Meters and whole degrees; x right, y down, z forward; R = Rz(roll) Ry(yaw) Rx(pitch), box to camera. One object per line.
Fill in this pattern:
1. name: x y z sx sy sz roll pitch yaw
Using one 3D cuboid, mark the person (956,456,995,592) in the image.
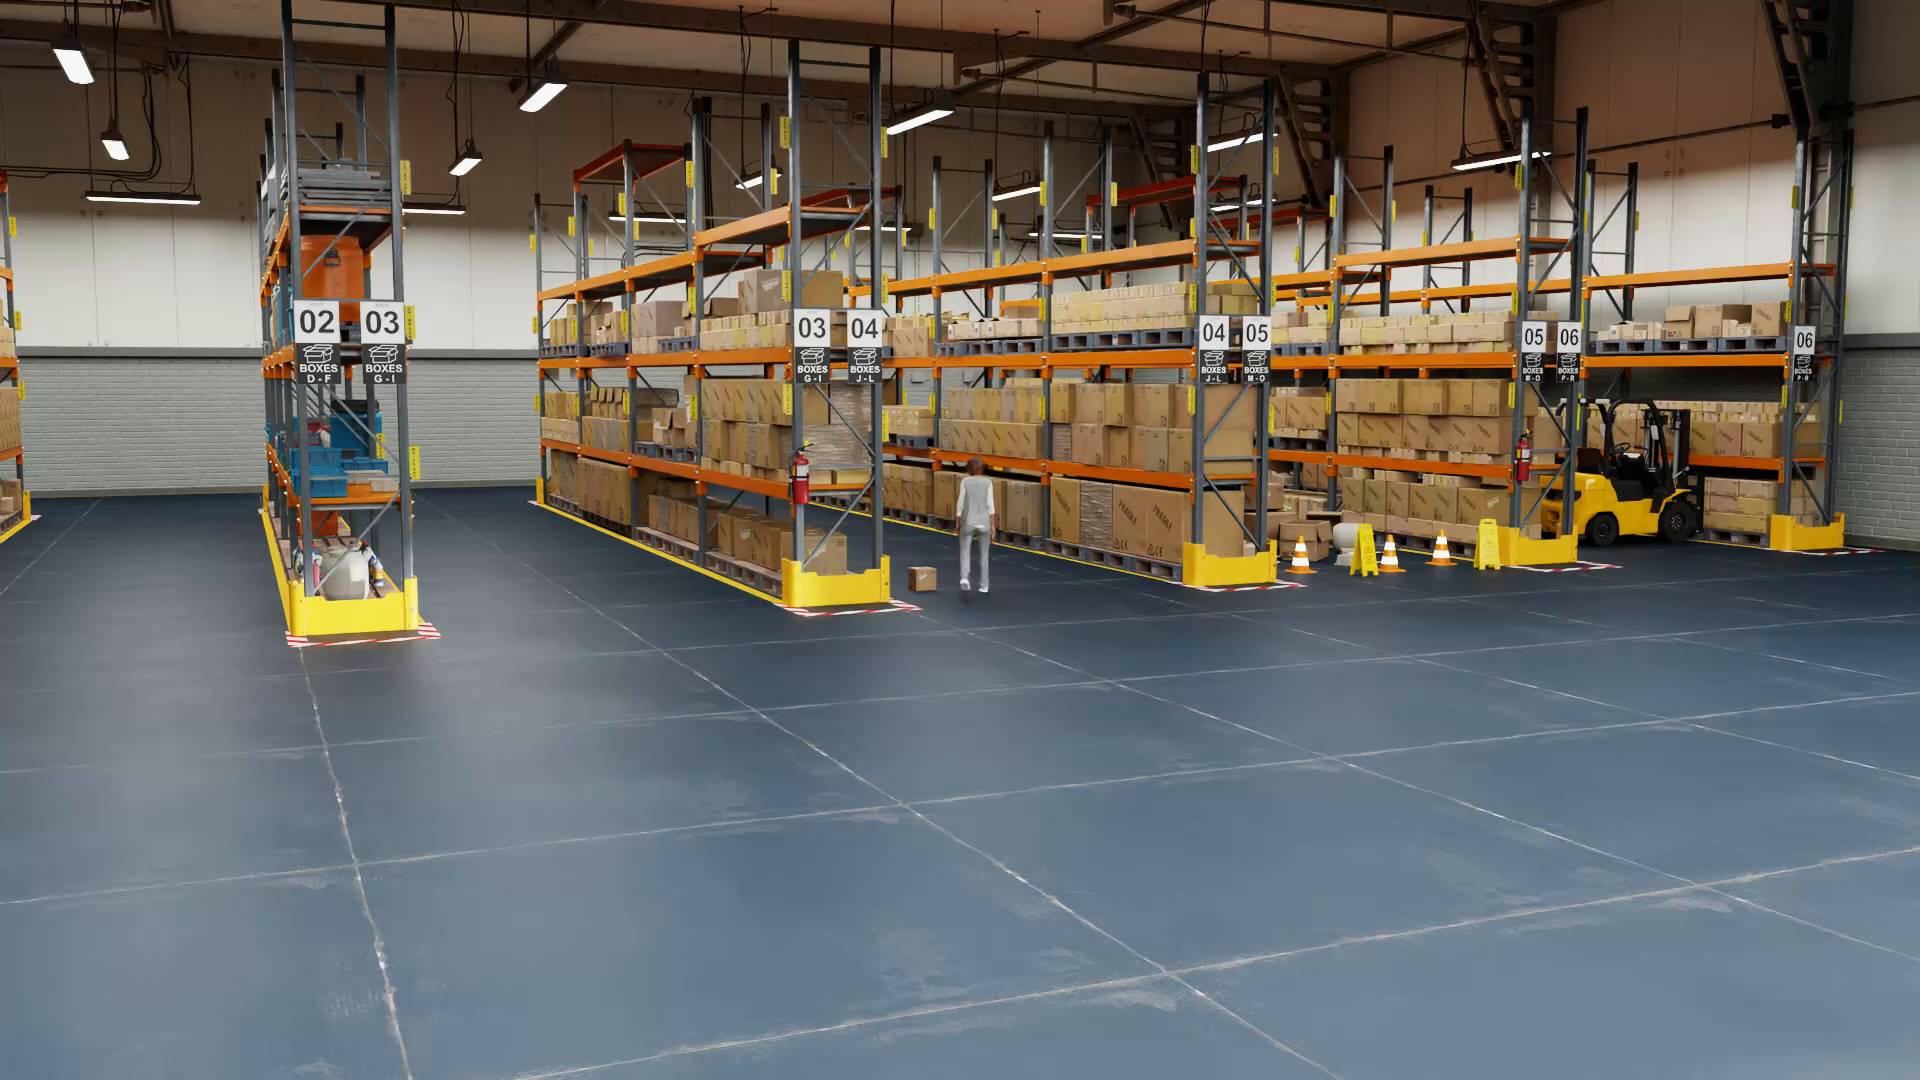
1. person: 0.174 -0.164 18.906 0.447 1.563 0.764 0 6 -2
